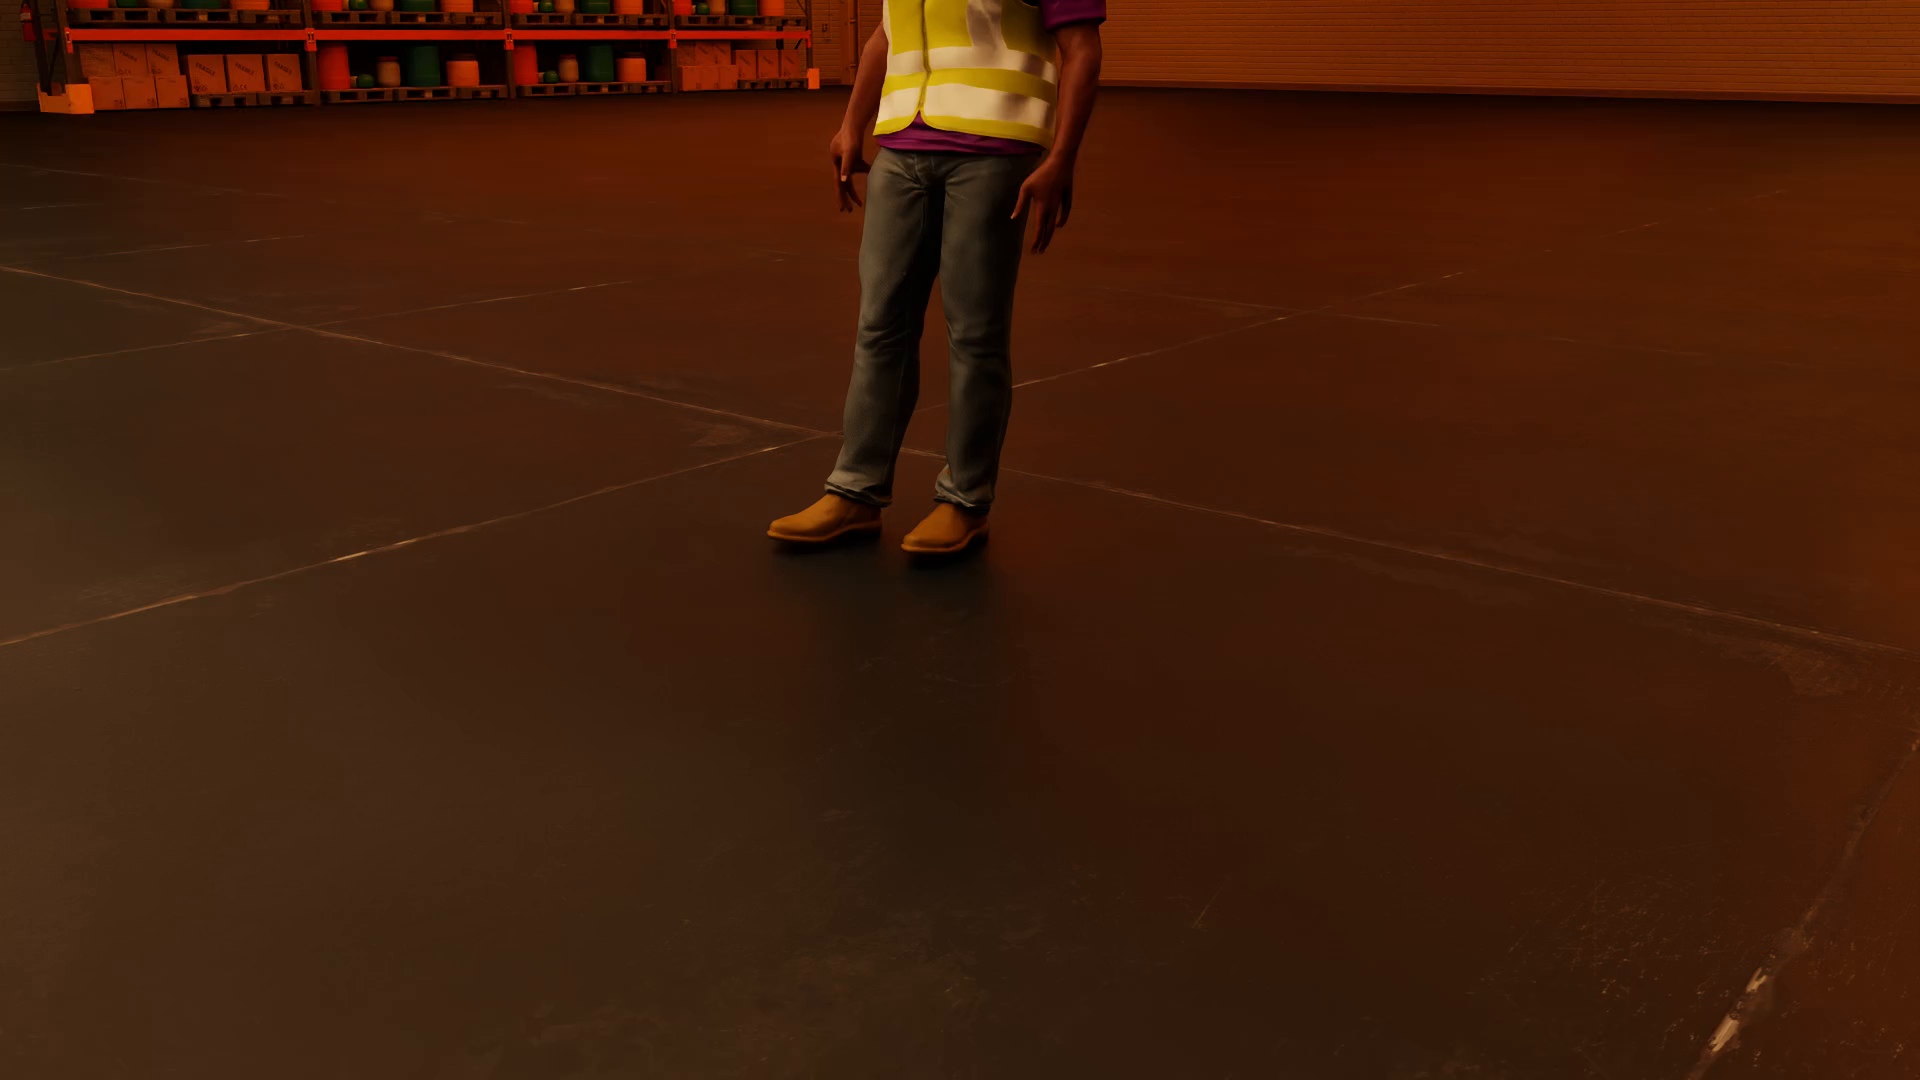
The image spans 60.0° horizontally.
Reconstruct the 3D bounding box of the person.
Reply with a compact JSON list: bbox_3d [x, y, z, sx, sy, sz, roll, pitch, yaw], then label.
[{"bbox_3d":[-0.049,-0.838,3.636,0.665,1.765,0.577,13,21,37],"label":"person"}]
